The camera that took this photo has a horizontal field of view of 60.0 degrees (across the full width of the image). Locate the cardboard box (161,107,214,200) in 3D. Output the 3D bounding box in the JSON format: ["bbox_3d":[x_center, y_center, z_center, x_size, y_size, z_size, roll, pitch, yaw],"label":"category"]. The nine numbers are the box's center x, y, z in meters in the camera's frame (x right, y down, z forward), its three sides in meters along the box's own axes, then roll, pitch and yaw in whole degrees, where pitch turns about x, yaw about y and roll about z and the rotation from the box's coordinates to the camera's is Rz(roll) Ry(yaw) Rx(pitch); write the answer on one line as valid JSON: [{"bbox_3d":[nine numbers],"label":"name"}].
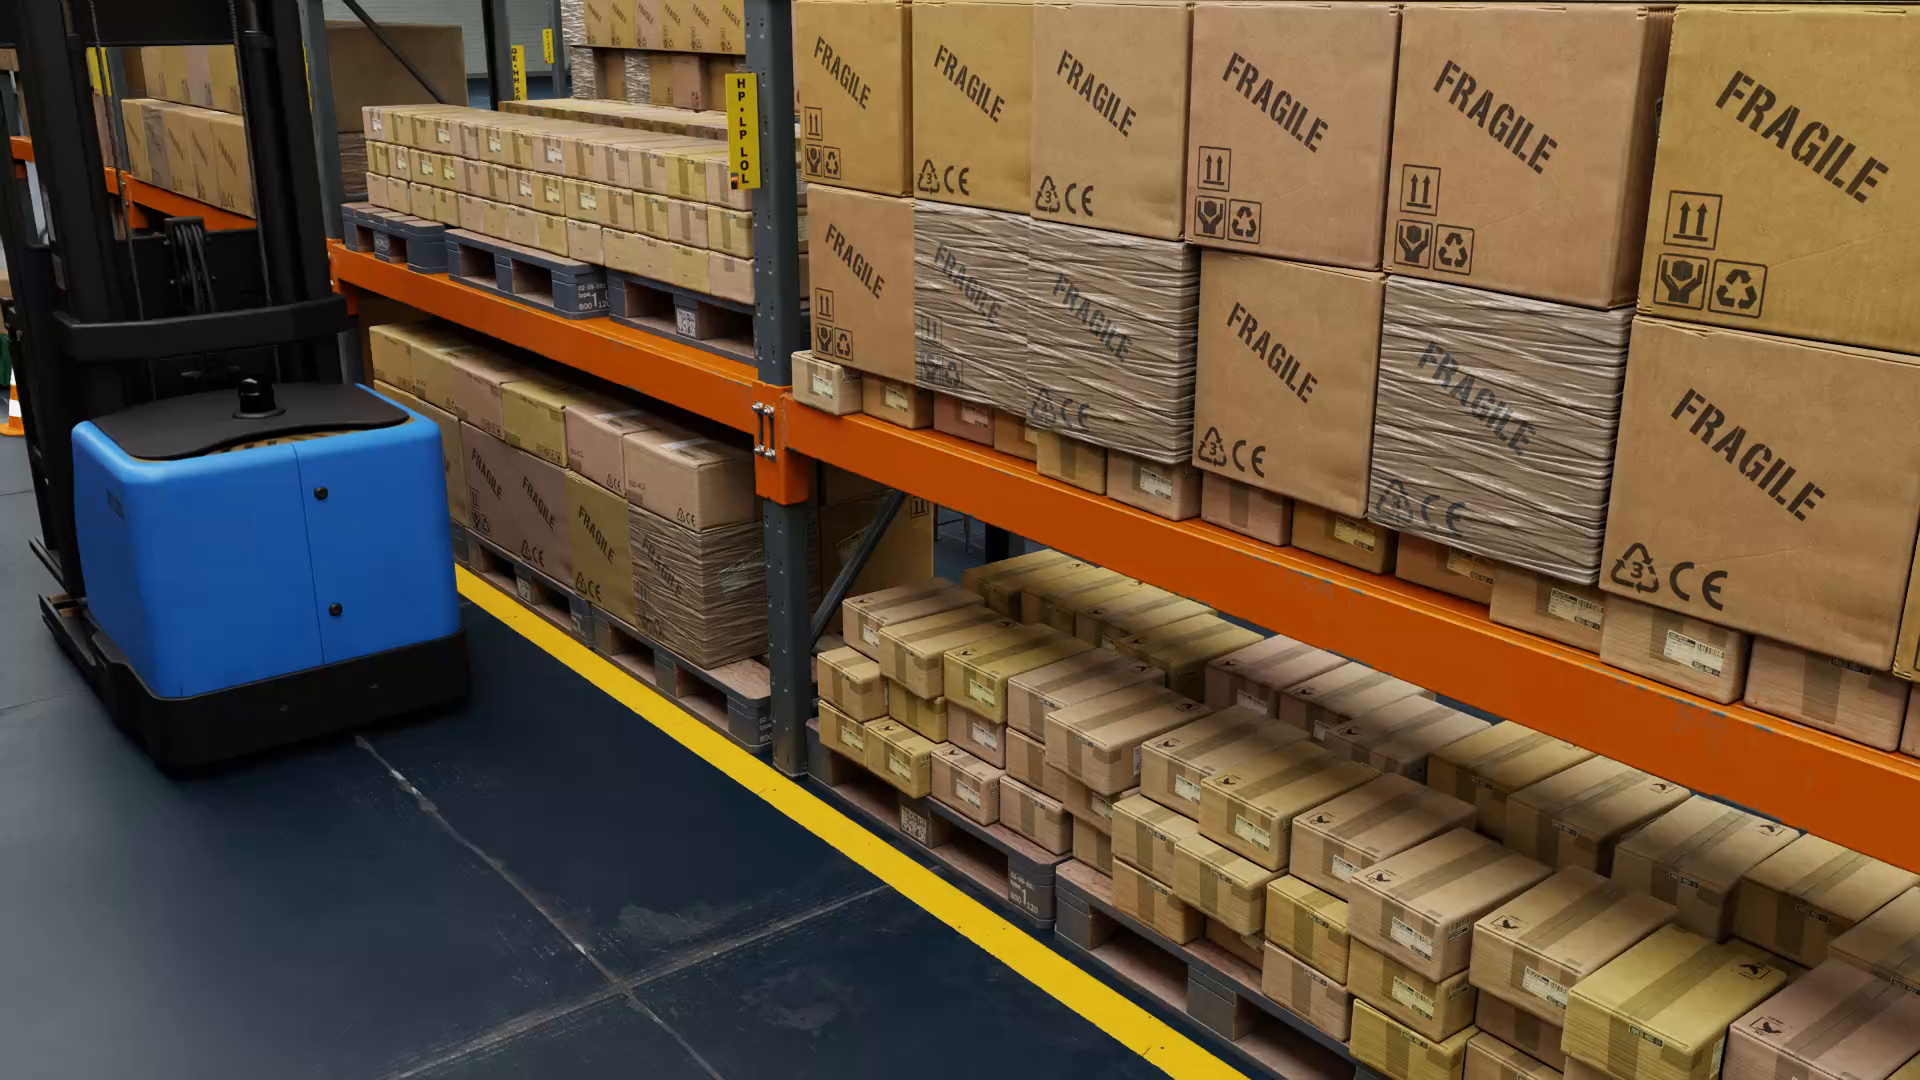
[{"bbox_3d":[-4.425,-2.333,9.976,0.500,0.500,0.500,-14,23,-36],"label":"cardboard box"}]

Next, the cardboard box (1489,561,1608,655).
[{"bbox_3d":[1.254,0.079,3.251,0.380,0.149,0.250,-15,24,-38],"label":"cardboard box"}]

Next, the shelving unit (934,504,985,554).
[{"bbox_3d":[0.033,-0.485,7.658,0.215,1.050,0.252,-14,23,-36],"label":"shelving unit"}]

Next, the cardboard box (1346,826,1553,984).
[{"bbox_3d":[1.067,0.789,3.630,0.380,0.149,0.250,-13,22,-34],"label":"cardboard box"}]

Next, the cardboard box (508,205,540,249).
[{"bbox_3d":[-1.575,-1.269,6.656,0.380,0.149,0.250,-15,23,-38],"label":"cardboard box"}]

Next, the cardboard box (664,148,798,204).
[{"bbox_3d":[-0.766,-1.233,5.600,0.380,0.149,0.250,-15,23,-38],"label":"cardboard box"}]

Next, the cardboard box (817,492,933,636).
[{"bbox_3d":[-0.447,0.010,6.370,0.500,0.500,0.500,-13,22,-34],"label":"cardboard box"}]

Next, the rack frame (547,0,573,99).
[{"bbox_3d":[-3.696,-4.644,17.116,1.000,3.000,0.127,-14,23,-36],"label":"rack frame"}]

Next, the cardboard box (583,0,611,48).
[{"bbox_3d":[-3.263,-4.994,15.950,0.500,0.500,0.500,-14,23,-36],"label":"cardboard box"}]

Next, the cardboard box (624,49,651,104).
[{"bbox_3d":[-2.695,-4.460,15.929,0.875,0.500,0.500,-14,23,-36],"label":"cardboard box"}]

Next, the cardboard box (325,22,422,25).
[{"bbox_3d":[-3.266,-2.489,8.857,0.700,0.500,0.500,-14,23,-37],"label":"cardboard box"}]

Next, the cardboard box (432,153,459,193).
[{"bbox_3d":[-2.042,-1.599,7.178,0.380,0.149,0.250,-14,23,-36],"label":"cardboard box"}]

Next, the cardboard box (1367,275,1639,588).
[{"bbox_3d":[1.168,-0.258,3.239,0.500,0.500,0.500,-14,23,-36],"label":"cardboard box"}]

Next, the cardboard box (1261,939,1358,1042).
[{"bbox_3d":[0.936,1.001,3.935,0.380,0.149,0.250,-13,23,-35],"label":"cardboard box"}]

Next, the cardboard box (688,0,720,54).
[{"bbox_3d":[-2.019,-4.502,14.463,0.500,0.500,0.500,-14,23,-36],"label":"cardboard box"}]

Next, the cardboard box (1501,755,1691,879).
[{"bbox_3d":[1.523,0.671,3.984,0.380,0.149,0.250,-13,22,-34],"label":"cardboard box"}]

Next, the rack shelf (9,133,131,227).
[{"bbox_3d":[-6.405,-2.867,12.892,1.077,0.370,4.000,-14,23,-36],"label":"rack shelf"}]

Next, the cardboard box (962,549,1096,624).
[{"bbox_3d":[0.229,0.165,5.515,0.380,0.149,0.250,-13,22,-35],"label":"cardboard box"}]

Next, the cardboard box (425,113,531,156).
[{"bbox_3d":[-2.063,-1.748,7.155,0.380,0.149,0.250,-15,24,-38],"label":"cardboard box"}]

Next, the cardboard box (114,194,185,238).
[{"bbox_3d":[-5.499,-2.075,12.068,0.875,0.875,0.875,-14,23,-35],"label":"cardboard box"}]

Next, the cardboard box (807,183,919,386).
[{"bbox_3d":[-0.086,-0.761,4.758,0.500,0.500,0.500,-14,23,-37],"label":"cardboard box"}]

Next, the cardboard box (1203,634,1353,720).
[{"bbox_3d":[0.919,0.408,4.781,0.380,0.149,0.250,-15,24,-39],"label":"cardboard box"}]

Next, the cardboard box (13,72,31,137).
[{"bbox_3d":[-7.381,-3.689,13.994,0.875,0.550,0.550,-14,23,-36],"label":"cardboard box"}]

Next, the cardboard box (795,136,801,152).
[{"bbox_3d":[-0.415,-1.424,6.178,0.380,0.149,0.250,-14,23,-36],"label":"cardboard box"}]

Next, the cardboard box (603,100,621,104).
[{"bbox_3d":[-3.251,-4.221,16.236,0.380,0.149,0.250,-14,23,-36],"label":"cardboard box"}]

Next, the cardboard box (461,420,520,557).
[{"bbox_3d":[-1.803,-0.269,7.213,0.500,0.500,0.500,-15,23,-37],"label":"cardboard box"}]

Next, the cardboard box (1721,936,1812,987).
[{"bbox_3d":[1.816,0.954,3.604,0.380,0.149,0.250,-14,23,-35],"label":"cardboard box"}]

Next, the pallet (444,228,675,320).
[{"bbox_3d":[-1.419,-1.159,6.895,1.003,0.211,1.213,-14,23,-36],"label":"pallet"}]

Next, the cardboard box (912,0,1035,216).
[{"bbox_3d":[0.227,-1.124,4.262,0.500,0.500,0.500,-15,23,-38],"label":"cardboard box"}]

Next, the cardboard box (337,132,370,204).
[{"bbox_3d":[-3.170,-1.836,8.475,0.500,0.500,0.500,-14,23,-36],"label":"cardboard box"}]

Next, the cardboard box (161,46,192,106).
[{"bbox_3d":[-4.530,-2.990,10.370,0.700,0.500,0.500,-14,23,-37],"label":"cardboard box"}]

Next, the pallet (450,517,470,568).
[{"bbox_3d":[-2.196,-0.213,8.170,1.003,0.211,1.213,-14,23,-36],"label":"pallet"}]

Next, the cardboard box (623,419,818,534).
[{"bbox_3d":[-0.857,-0.247,5.952,0.500,0.250,0.500,-15,23,-38],"label":"cardboard box"}]

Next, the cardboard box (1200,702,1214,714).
[{"bbox_3d":[0.859,0.551,4.820,0.380,0.149,0.250,-13,23,-35],"label":"cardboard box"}]

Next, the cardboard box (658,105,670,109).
[{"bbox_3d":[-2.592,-3.984,15.521,0.380,0.149,0.250,-14,23,-36],"label":"cardboard box"}]

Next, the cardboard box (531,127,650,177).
[{"bbox_3d":[-1.407,-1.489,6.371,0.380,0.149,0.250,-15,24,-39],"label":"cardboard box"}]

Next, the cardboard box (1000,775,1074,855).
[{"bbox_3d":[0.335,0.732,4.747,0.380,0.149,0.250,-15,23,-37],"label":"cardboard box"}]

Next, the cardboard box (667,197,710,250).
[{"bbox_3d":[-0.763,-1.089,5.639,0.380,0.149,0.250,-14,23,-36],"label":"cardboard box"}]

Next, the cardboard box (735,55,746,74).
[{"bbox_3d":[-1.444,-3.970,14.448,0.875,0.500,0.500,-14,23,-36],"label":"cardboard box"}]

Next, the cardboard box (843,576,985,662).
[{"bbox_3d":[-0.145,0.253,5.247,0.380,0.149,0.250,-13,22,-34],"label":"cardboard box"}]

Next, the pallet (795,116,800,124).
[{"bbox_3d":[-0.852,-3.351,13.515,1.003,0.211,1.213,-14,23,-36],"label":"pallet"}]

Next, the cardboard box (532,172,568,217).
[{"bbox_3d":[-1.420,-1.349,6.423,0.380,0.149,0.250,-14,23,-36],"label":"cardboard box"}]

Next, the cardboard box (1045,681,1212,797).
[{"bbox_3d":[0.449,0.524,4.430,0.380,0.149,0.250,-13,23,-35],"label":"cardboard box"}]

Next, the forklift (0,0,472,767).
[{"bbox_3d":[-3.063,-1.047,6.362,1.130,2.935,3.031,-14,23,-36],"label":"forklift"}]

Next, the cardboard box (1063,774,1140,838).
[{"bbox_3d":[0.503,0.658,4.498,0.380,0.149,0.250,-13,22,-34],"label":"cardboard box"}]

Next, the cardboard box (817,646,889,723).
[{"bbox_3d":[-0.222,0.421,5.214,0.380,0.149,0.250,-13,22,-34],"label":"cardboard box"}]

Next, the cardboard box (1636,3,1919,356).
[{"bbox_3d":[1.494,-0.611,2.712,0.500,0.500,0.500,-15,23,-38],"label":"cardboard box"}]

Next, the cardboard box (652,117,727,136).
[{"bbox_3d":[-1.054,-1.677,6.942,0.380,0.149,0.250,-13,22,-34],"label":"cardboard box"}]

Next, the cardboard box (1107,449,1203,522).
[{"bbox_3d":[0.579,-0.176,4.022,0.380,0.149,0.250,-13,22,-34],"label":"cardboard box"}]

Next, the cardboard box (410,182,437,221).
[{"bbox_3d":[-2.226,-1.527,7.435,0.380,0.149,0.250,-13,22,-33],"label":"cardboard box"}]

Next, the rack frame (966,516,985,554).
[{"bbox_3d":[0.109,-0.455,7.567,0.200,1.050,0.008,-14,23,-36],"label":"rack frame"}]

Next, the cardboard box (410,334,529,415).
[{"bbox_3d":[-2.127,-0.756,7.490,0.500,0.250,0.500,-14,23,-37],"label":"cardboard box"}]

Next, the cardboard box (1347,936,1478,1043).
[{"bbox_3d":[1.080,0.927,3.684,0.380,0.149,0.250,-14,23,-35],"label":"cardboard box"}]

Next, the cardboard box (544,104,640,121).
[{"bbox_3d":[-1.699,-1.934,7.716,0.380,0.149,0.250,-13,22,-34],"label":"cardboard box"}]

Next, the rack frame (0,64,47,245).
[{"bbox_3d":[-7.647,-3.701,14.267,1.000,3.000,0.127,-14,23,-36],"label":"rack frame"}]

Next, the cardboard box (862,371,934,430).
[{"bbox_3d":[-0.058,-0.442,4.825,0.380,0.149,0.250,-13,22,-35],"label":"cardboard box"}]

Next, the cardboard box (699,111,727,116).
[{"bbox_3d":[-2.075,-3.711,14.699,0.380,0.149,0.250,-14,23,-36],"label":"cardboard box"}]

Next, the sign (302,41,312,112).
[{"bbox_3d":[-3.113,-2.170,7.802,0.100,0.325,0.005,-14,23,-36],"label":"sign"}]

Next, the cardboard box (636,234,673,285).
[{"bbox_3d":[-0.913,-1.009,5.869,0.380,0.149,0.250,-14,23,-36],"label":"cardboard box"}]
